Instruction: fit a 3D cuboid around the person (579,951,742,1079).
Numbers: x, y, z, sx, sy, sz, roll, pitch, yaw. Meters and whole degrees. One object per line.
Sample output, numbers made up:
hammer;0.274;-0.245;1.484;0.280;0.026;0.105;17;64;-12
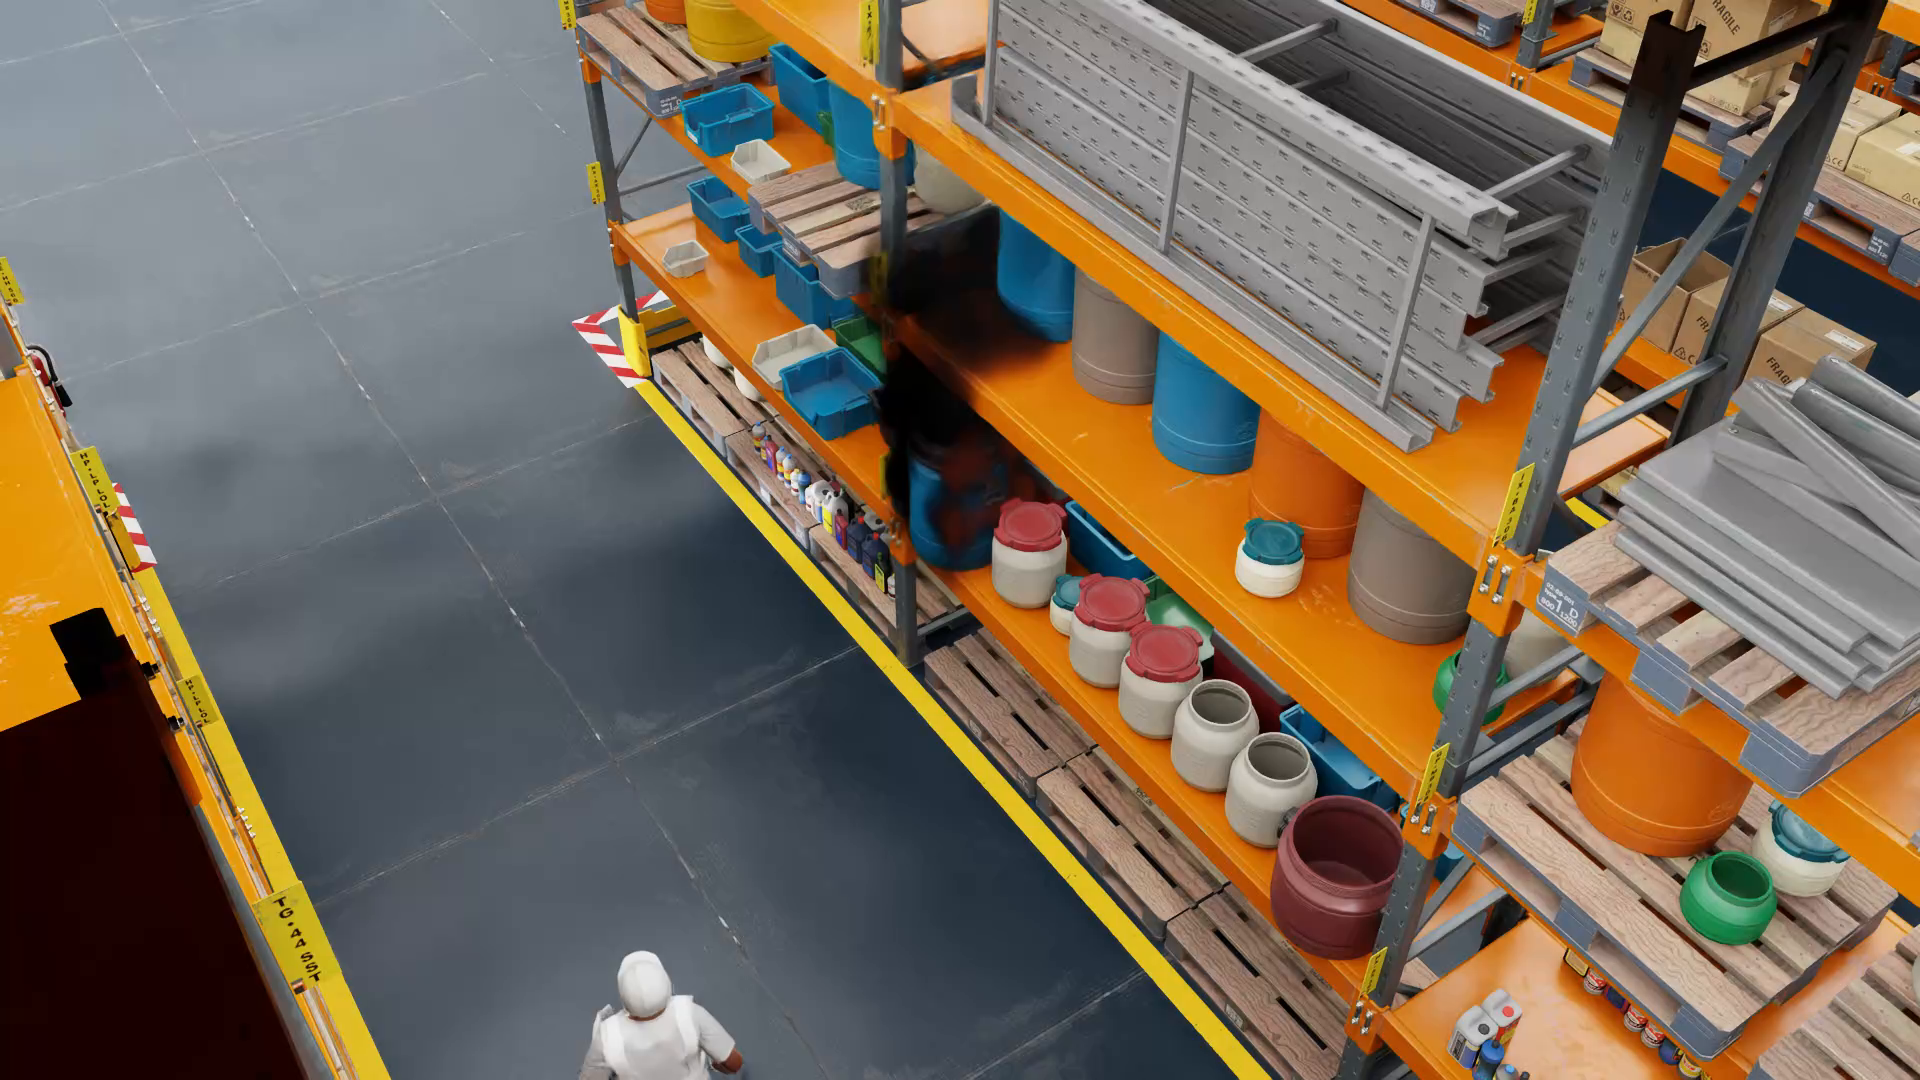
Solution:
person;-1.327;2.453;7.360;0.665;1.821;0.874;-22;47;-22
